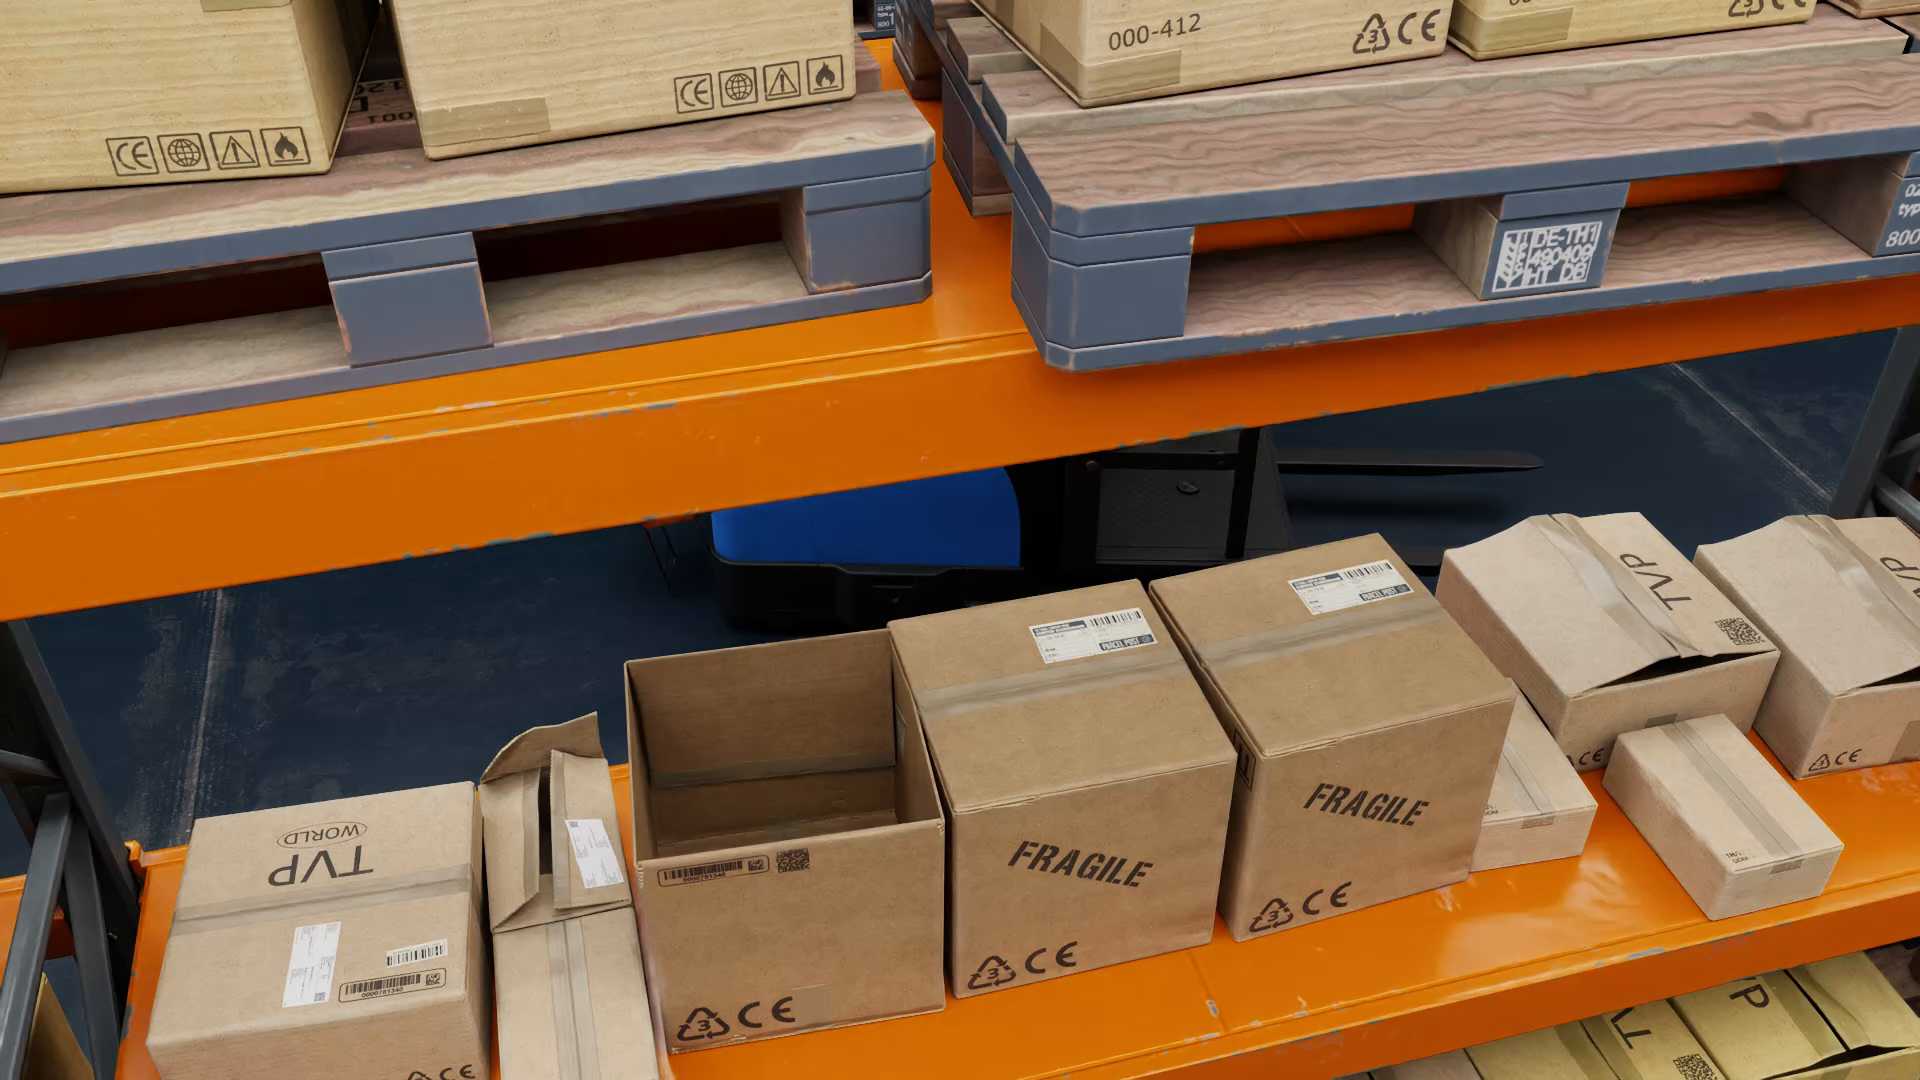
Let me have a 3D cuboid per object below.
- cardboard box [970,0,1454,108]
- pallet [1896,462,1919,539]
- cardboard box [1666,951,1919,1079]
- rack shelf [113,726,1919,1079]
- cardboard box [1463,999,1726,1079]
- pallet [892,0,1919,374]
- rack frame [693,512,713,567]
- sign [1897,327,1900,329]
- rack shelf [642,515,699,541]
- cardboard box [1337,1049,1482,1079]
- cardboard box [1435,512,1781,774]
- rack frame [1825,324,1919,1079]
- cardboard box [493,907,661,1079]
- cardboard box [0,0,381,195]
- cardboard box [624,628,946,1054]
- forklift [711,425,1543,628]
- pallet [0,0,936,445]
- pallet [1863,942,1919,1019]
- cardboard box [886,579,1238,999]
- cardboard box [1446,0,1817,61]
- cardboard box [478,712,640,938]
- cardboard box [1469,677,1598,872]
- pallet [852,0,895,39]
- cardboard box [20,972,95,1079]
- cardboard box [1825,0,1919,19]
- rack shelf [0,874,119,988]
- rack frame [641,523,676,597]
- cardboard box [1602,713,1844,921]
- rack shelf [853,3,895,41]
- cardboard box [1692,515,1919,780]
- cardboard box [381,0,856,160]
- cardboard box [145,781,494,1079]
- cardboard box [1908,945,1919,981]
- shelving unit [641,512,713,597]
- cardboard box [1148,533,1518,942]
[{"bbox_3d":[0.291,-0.797,2.133,0.500,0.250,0.500,-12,39,-16],"label":"cardboard box"},{"bbox_3d":[2.927,0.062,3.858,1.003,0.211,1.213,-9,38,-12],"label":"pallet"},{"bbox_3d":[1.850,1.064,3.846,0.500,0.311,0.500,-8,38,-11],"label":"cardboard box"},{"bbox_3d":[0.360,0.737,3.410,4.000,0.370,1.077,-9,38,-12],"label":"rack shelf"},{"bbox_3d":[1.350,1.151,3.733,0.500,0.311,0.500,-10,39,-13],"label":"cardboard box"},{"bbox_3d":[0.580,-0.643,2.308,1.213,0.211,1.003,-8,38,-10],"label":"pallet"},{"bbox_3d":[-0.988,-0.365,5.698,0.006,1.200,0.240,-12,37,4],"label":"rack frame"},{"bbox_3d":[2.141,-0.611,3.692,0.005,0.325,0.100,-9,38,-12],"label":"sign"},{"bbox_3d":[-1.020,-0.128,5.876,0.180,0.103,0.258,-12,37,4],"label":"rack shelf"},{"bbox_3d":[0.862,1.229,3.631,0.500,0.311,0.500,-10,38,-12],"label":"cardboard box"},{"bbox_3d":[1.377,0.198,3.596,0.500,0.311,0.500,-10,38,-12],"label":"cardboard box"},{"bbox_3d":[2.291,0.134,3.605,0.127,3.000,1.000,-9,38,-12],"label":"rack frame"},{"bbox_3d":[-0.662,0.847,2.880,0.250,0.149,0.380,-9,38,-12],"label":"cardboard box"},{"bbox_3d":[-0.973,-0.623,1.904,0.500,0.250,0.500,-6,38,-7],"label":"cardboard box"},{"bbox_3d":[-0.316,0.533,3.002,0.500,0.500,0.500,-7,38,-9],"label":"cardboard box"},{"bbox_3d":[0.671,-1.127,5.311,3.031,2.935,1.130,1,37,1],"label":"forklift"},{"bbox_3d":[-0.722,-0.495,2.116,1.217,0.209,0.805,-11,39,-14],"label":"pallet"},{"bbox_3d":[3.022,1.146,4.578,1.213,0.211,1.003,-9,38,-12],"label":"pallet"},{"bbox_3d":[0.167,0.453,3.106,0.500,0.500,0.500,-9,38,-12],"label":"cardboard box"},{"bbox_3d":[0.811,-0.882,2.243,0.500,0.250,0.500,-10,39,-13],"label":"cardboard box"},{"bbox_3d":[-0.770,0.574,3.141,0.258,0.266,0.396,-10,39,-13],"label":"cardboard box"},{"bbox_3d":[1.075,0.469,3.374,0.250,0.149,0.380,-7,38,-9],"label":"cardboard box"},{"bbox_3d":[-0.904,-2.357,7.020,1.213,0.211,1.003,-9,38,-12],"label":"pallet"},{"bbox_3d":[-2.100,1.285,3.401,0.500,0.500,0.500,-9,38,-12],"label":"cardboard box"},{"bbox_3d":[1.367,-0.966,2.353,0.500,0.250,0.500,-8,38,-11],"label":"cardboard box"},{"bbox_3d":[-3.501,1.371,2.582,4.000,0.370,1.077,-9,38,-12],"label":"rack shelf"},{"bbox_3d":[-1.167,-0.327,5.709,0.006,1.200,0.240,-12,37,4],"label":"rack frame"},{"bbox_3d":[1.495,0.539,3.284,0.250,0.149,0.380,-9,38,-12],"label":"cardboard box"},{"bbox_3d":[-0.935,-2.168,7.208,4.000,0.370,1.077,-9,38,-12],"label":"rack shelf"},{"bbox_3d":[1.929,0.202,3.591,0.500,0.311,0.500,-7,38,-9],"label":"cardboard box"},{"bbox_3d":[-0.444,-0.711,2.020,0.500,0.250,0.500,-13,39,-16],"label":"cardboard box"},{"bbox_3d":[-1.107,0.724,2.958,0.500,0.250,0.500,-7,38,-9],"label":"cardboard box"},{"bbox_3d":[2.805,1.048,4.106,0.500,0.500,0.500,-8,38,-10],"label":"cardboard box"},{"bbox_3d":[-1.078,-0.346,5.704,0.189,1.200,0.258,-12,37,4],"label":"shelving unit"},{"bbox_3d":[0.676,0.370,3.215,0.500,0.500,0.500,-11,39,-14],"label":"cardboard box"}]
